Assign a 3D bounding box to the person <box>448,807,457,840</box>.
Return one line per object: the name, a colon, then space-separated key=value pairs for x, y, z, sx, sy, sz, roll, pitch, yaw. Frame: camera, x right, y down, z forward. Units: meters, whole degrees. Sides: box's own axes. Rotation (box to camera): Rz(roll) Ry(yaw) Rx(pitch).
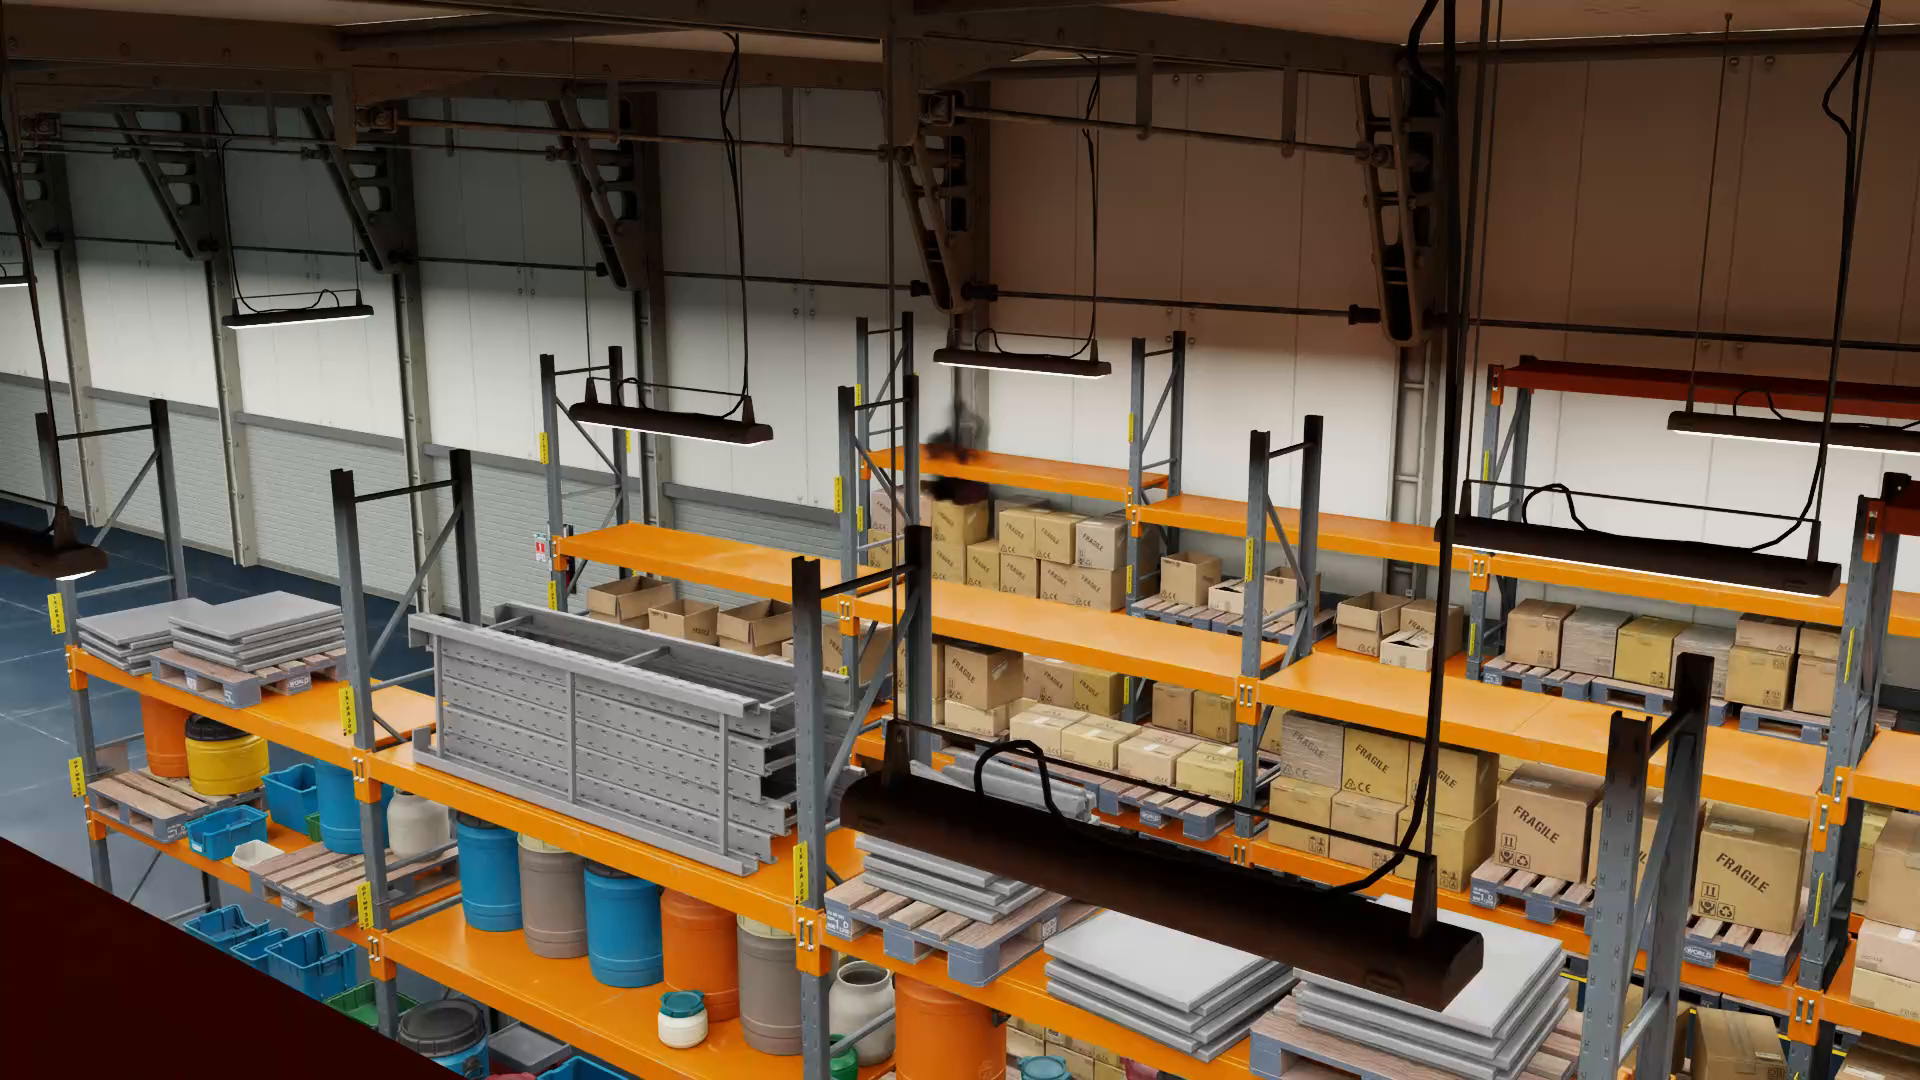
person: x=-5.748 y=2.868 z=19.015 sx=0.789 sy=1.756 sz=0.589 roll=-6 pitch=15 yaw=-26
